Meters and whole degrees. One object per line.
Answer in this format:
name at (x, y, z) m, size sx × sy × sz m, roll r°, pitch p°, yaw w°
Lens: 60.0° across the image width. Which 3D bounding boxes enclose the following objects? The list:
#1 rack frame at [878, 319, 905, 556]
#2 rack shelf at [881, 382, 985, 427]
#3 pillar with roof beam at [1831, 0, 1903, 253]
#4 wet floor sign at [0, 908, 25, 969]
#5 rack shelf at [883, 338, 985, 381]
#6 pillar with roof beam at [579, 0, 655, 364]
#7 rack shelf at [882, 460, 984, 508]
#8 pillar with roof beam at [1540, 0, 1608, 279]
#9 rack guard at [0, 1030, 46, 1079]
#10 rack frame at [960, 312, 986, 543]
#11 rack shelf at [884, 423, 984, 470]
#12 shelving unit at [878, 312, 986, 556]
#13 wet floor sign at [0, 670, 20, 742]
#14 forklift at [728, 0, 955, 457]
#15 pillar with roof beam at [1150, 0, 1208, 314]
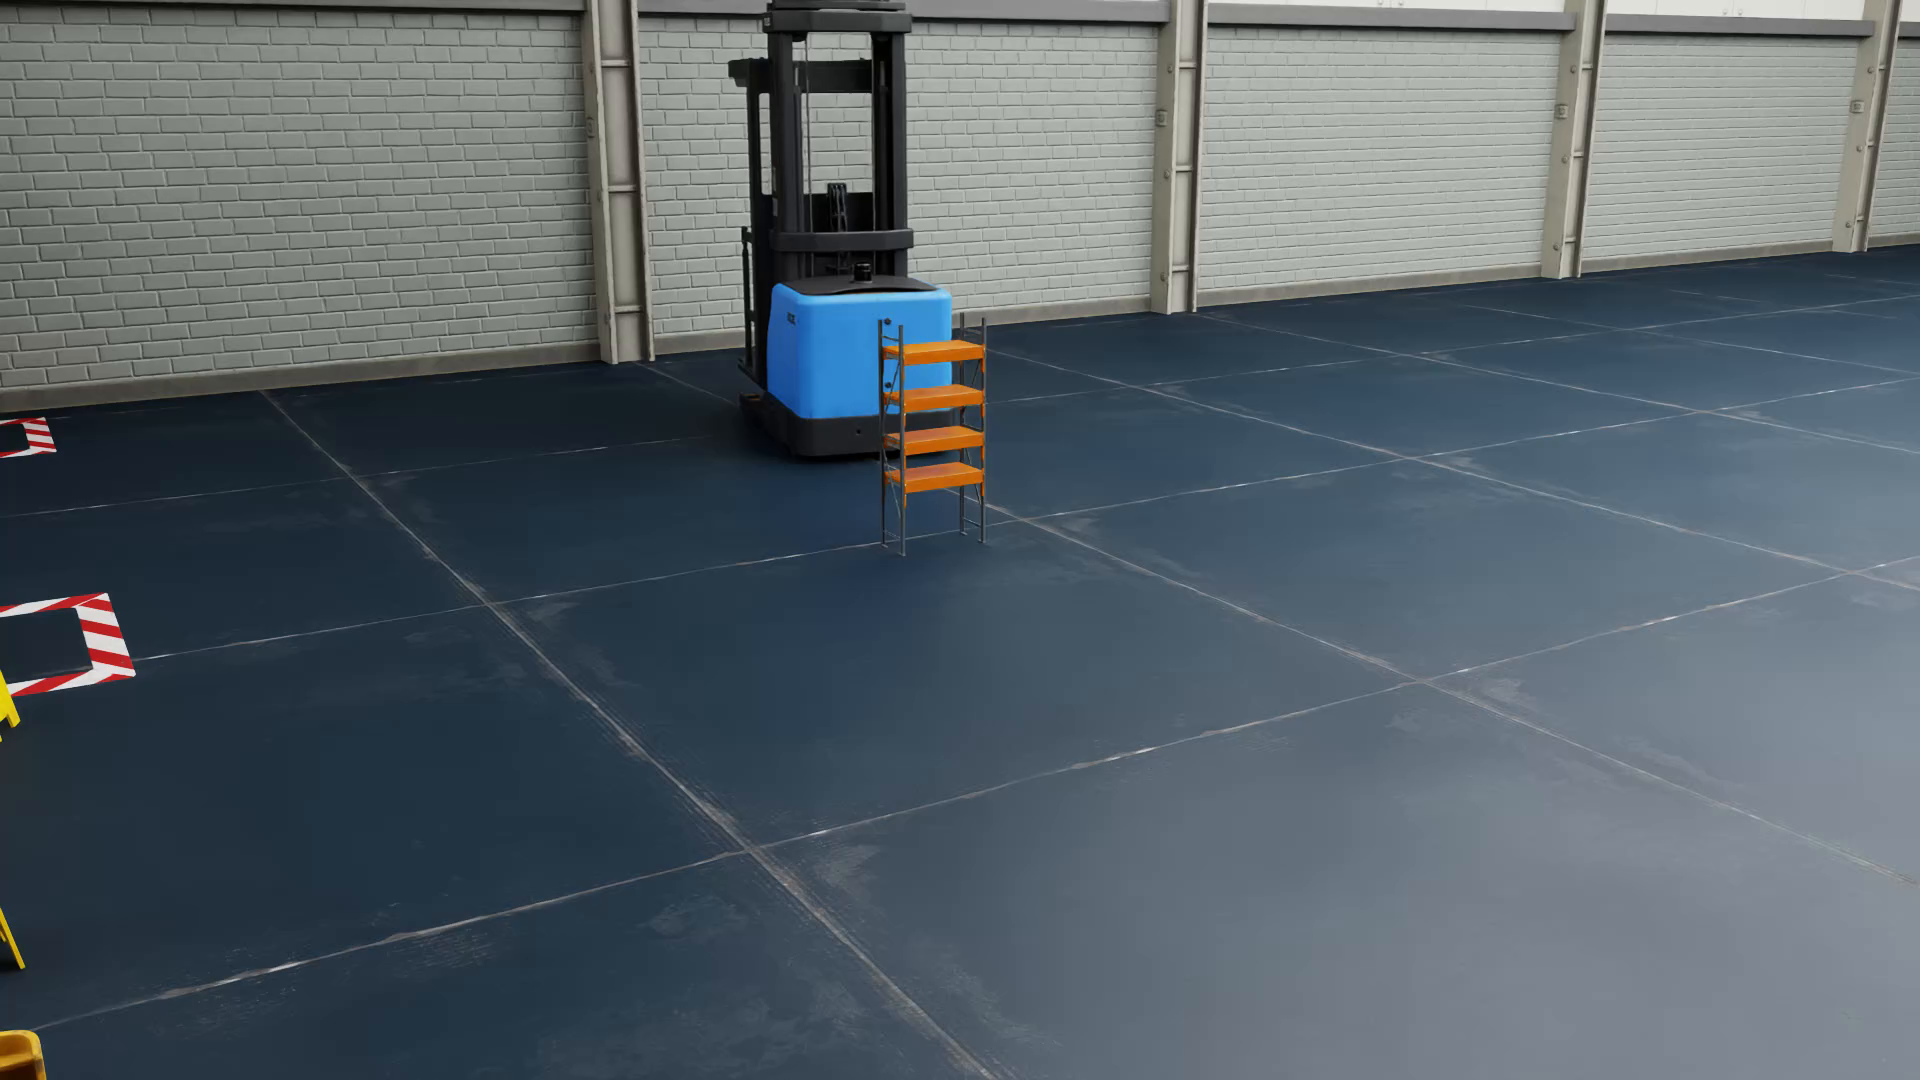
rack frame at (-0.351, -0.521, 8.545) m, size 0.015 × 1.200 × 0.240 m, roll -9°, pitch 18°, yaw -30°
rack shelf at (-0.142, -0.705, 8.624) m, size 0.480 × 0.148 × 0.258 m, roll -9°, pitch 18°, yaw -30°
pillar with roof beam at (14.742, -7.413, 18.682) m, size 0.400 × 9.000 × 9.100 m, roll -9°, pitch 18°, yaw -30°
wet floor sign at (-2.786, 0.878, 4.581) m, size 0.232 × 0.644 × 0.267 m, roll -13°, pitch 20°, yaw -39°
rack shelf at (-0.142, -0.933, 8.560) m, size 0.480 × 0.148 × 0.258 m, roll -9°, pitch 18°, yaw -30°
pillar with roof beam at (-0.687, -4.911, 9.756) m, size 0.400 × 9.000 × 9.100 m, roll -9°, pitch 18°, yaw -30°
rack shelf at (-0.142, -0.299, 8.738) m, size 0.480 × 0.148 × 0.258 m, roll -9°, pitch 18°, yaw -30°
pillar with roof beam at (9.599, -6.579, 15.707) m, size 0.400 × 9.000 × 9.100 m, roll -9°, pitch 18°, yaw -30°
rack guard at (-1.770, 1.407, 2.964) m, size 0.348 × 0.500 × 1.175 m, roll -9°, pitch 18°, yaw -30°
rack frame at (0.067, -0.589, 8.787) m, size 0.015 × 1.200 × 0.240 m, roll -9°, pitch 18°, yaw -30°
rack shelf at (-0.142, -0.490, 8.684) m, size 0.480 × 0.148 × 0.258 m, roll -9°, pitch 18°, yaw -30°
shelving unit at (-0.142, -0.555, 8.666) m, size 0.503 × 1.200 × 0.258 m, roll -9°, pitch 18°, yaw -30°
wet floor sign at (-3.713, 0.430, 6.179) m, size 0.232 × 0.644 × 0.267 m, roll -3°, pitch 16°, yaw -11°
forklift at (-0.975, -2.297, 11.673) m, size 1.130 × 2.935 × 3.031 m, roll -5°, pitch 16°, yaw -17°
pillar with roof beam at (4.456, -5.745, 12.732) m, size 0.400 × 9.000 × 9.100 m, roll -9°, pitch 18°, yaw -30°
